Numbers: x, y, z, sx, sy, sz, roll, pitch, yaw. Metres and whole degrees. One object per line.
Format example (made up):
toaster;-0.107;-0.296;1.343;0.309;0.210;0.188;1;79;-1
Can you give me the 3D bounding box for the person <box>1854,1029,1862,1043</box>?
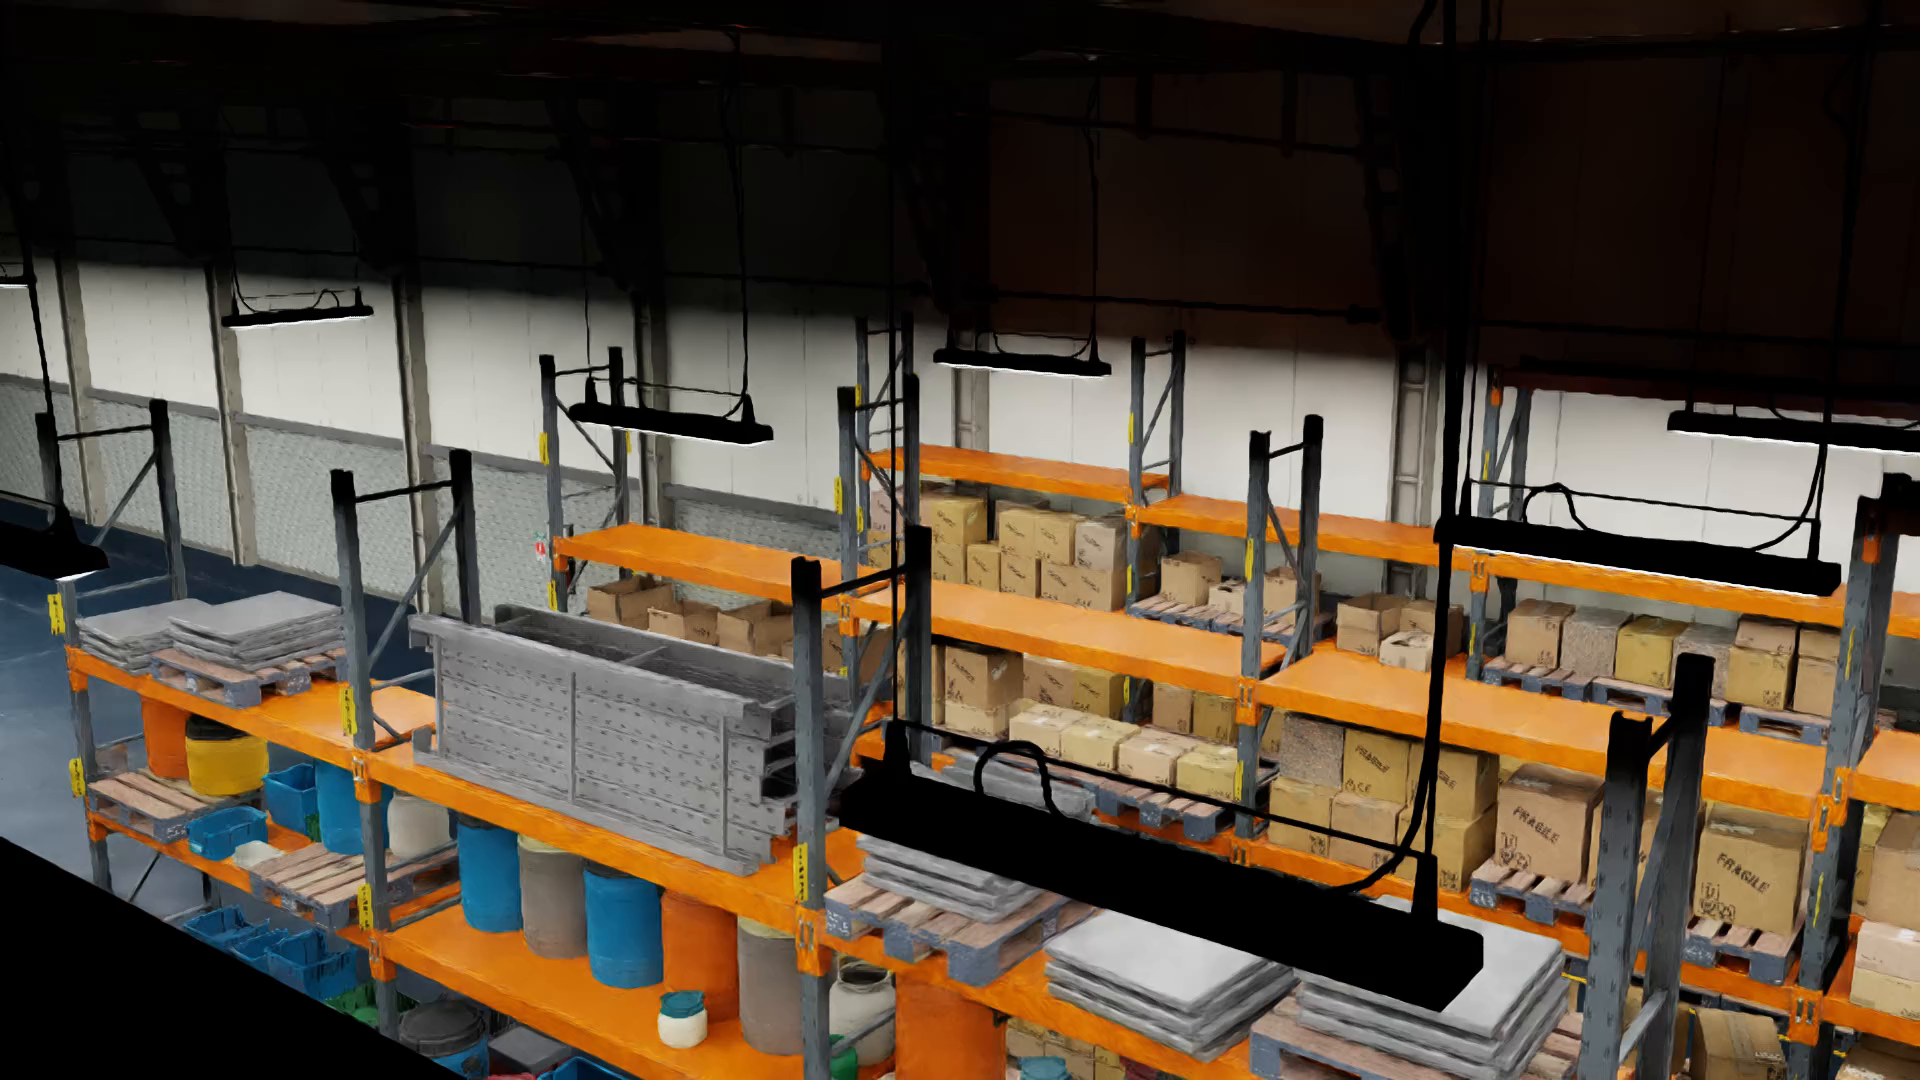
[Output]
person;7.422;4.180;13.435;1.022;1.712;0.556;9;16;35
